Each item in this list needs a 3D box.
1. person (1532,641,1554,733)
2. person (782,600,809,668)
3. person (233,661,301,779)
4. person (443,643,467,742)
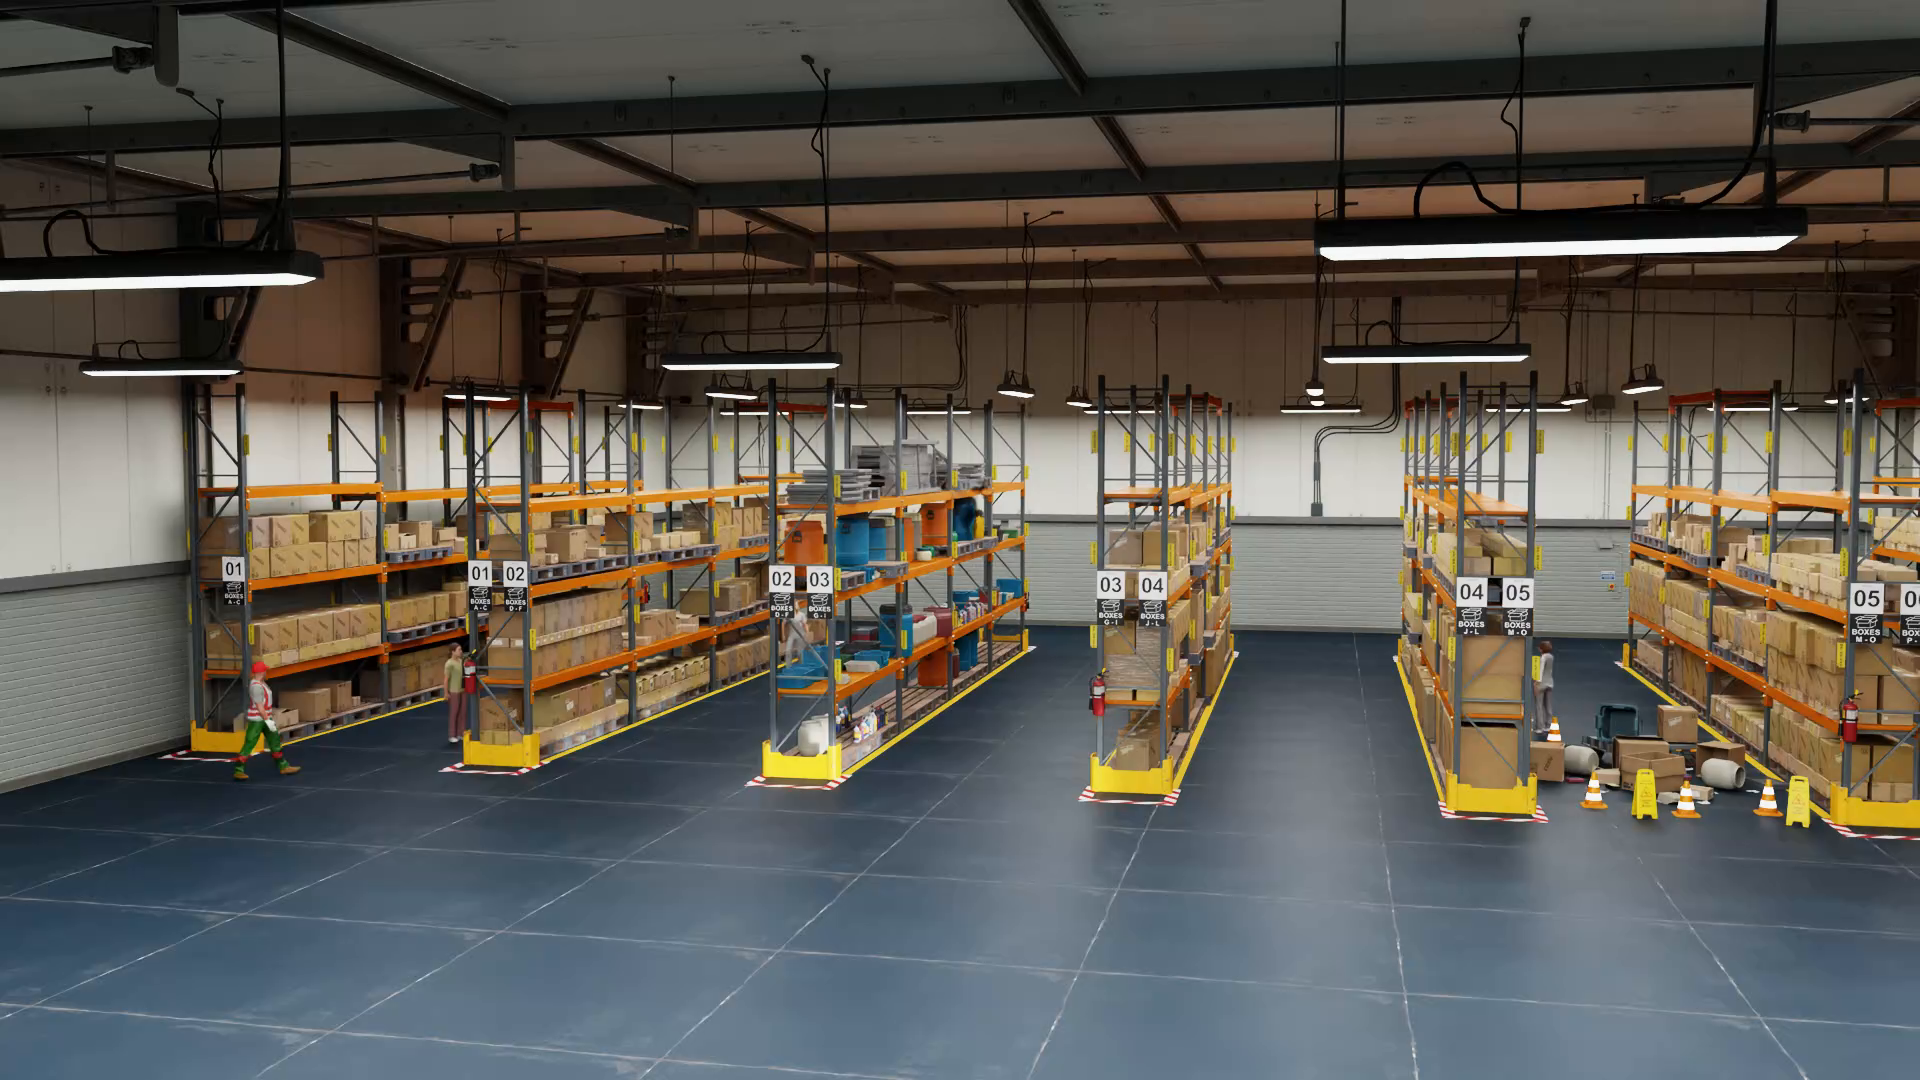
[{"bbox_3d":[10.165,2.552,28.993,0.448,1.605,0.334,-1,4,-23],"label":"person"},{"bbox_3d":[-3.550,2.131,36.116,0.672,1.648,0.973,1,3,11],"label":"person"},{"bbox_3d":[-10.448,2.685,24.991,0.853,1.749,0.638,0,3,-4],"label":"person"},{"bbox_3d":[-8.479,2.565,28.010,0.326,1.681,0.543,1,4,22],"label":"person"}]
